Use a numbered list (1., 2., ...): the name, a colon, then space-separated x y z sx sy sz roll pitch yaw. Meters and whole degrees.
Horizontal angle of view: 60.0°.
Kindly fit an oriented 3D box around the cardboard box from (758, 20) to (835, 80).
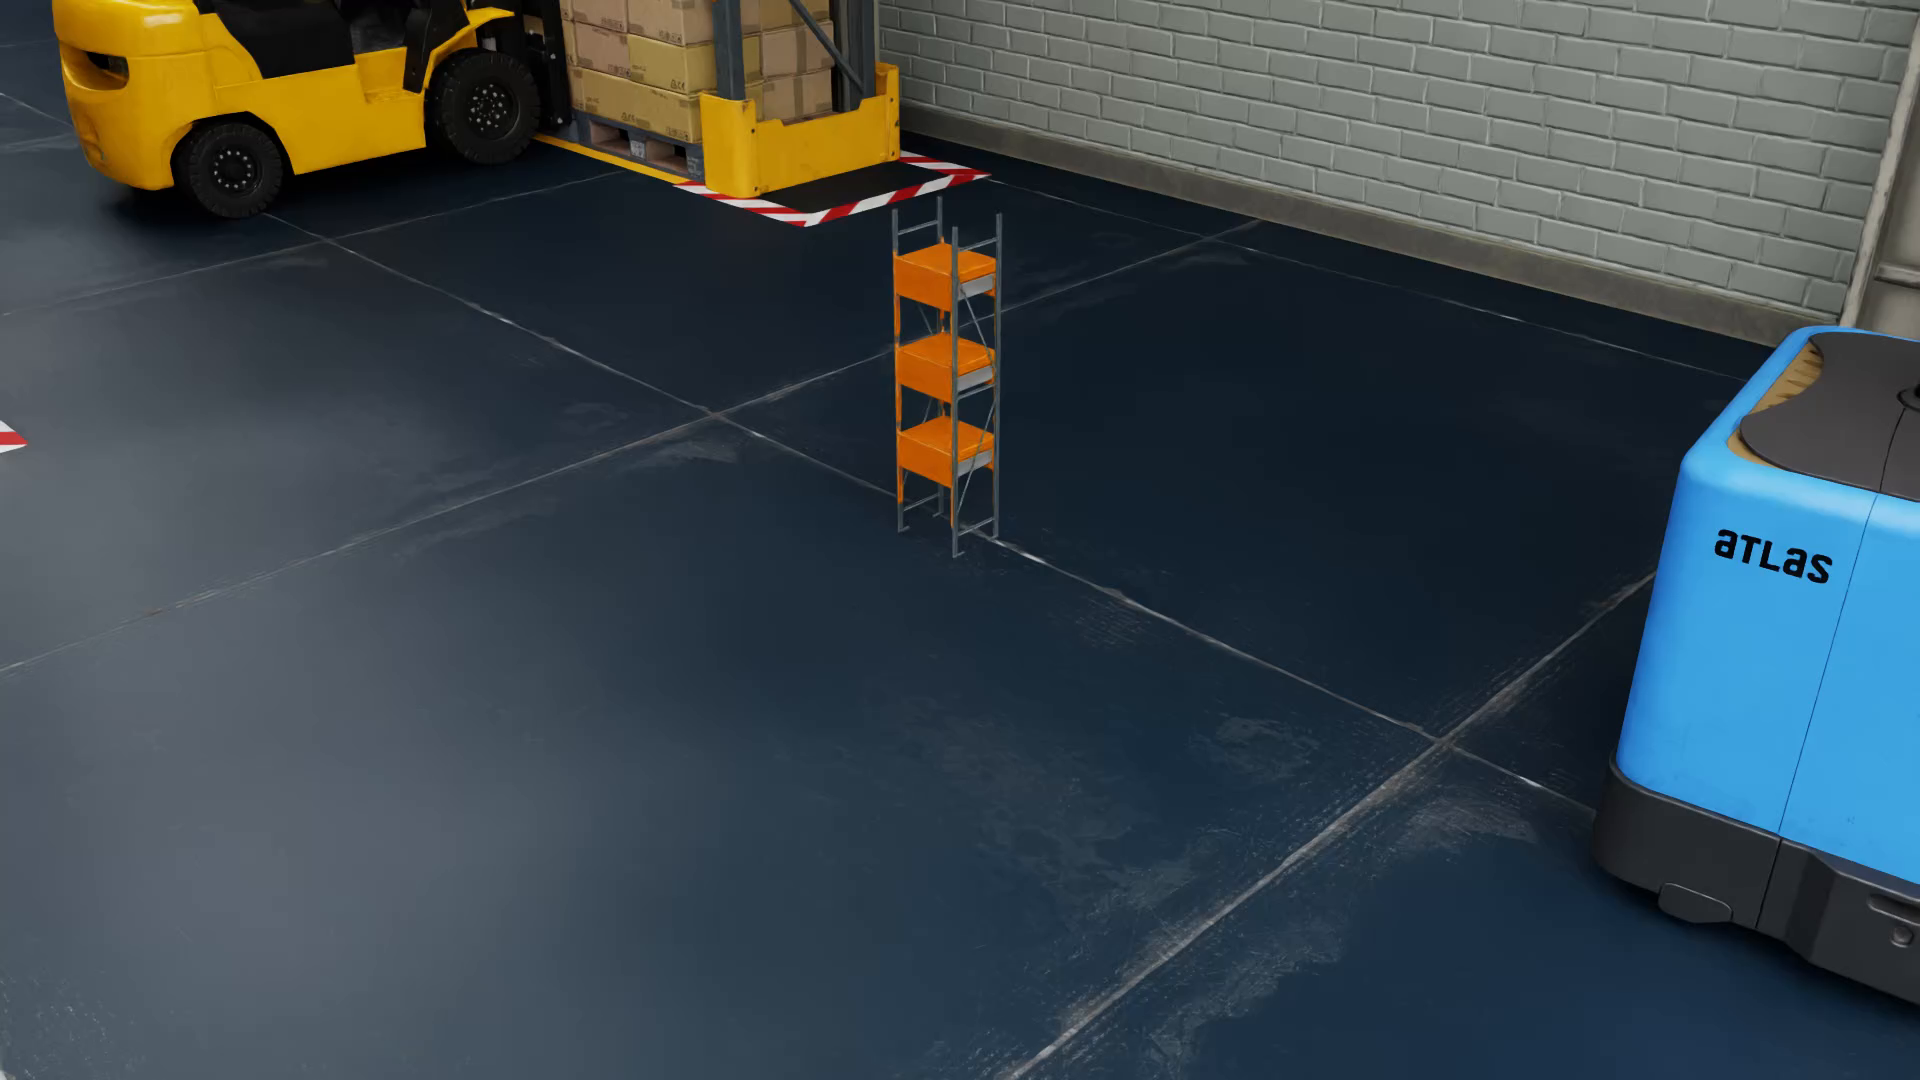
1. cardboard box: -1.047 -2.754 9.231 0.500 0.250 0.500 -25 36 -38

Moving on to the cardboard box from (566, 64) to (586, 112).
1. cardboard box: -2.113 -2.691 9.647 0.500 0.250 0.500 -25 37 -39

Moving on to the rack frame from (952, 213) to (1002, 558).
1. rack frame: 0.049 -0.442 4.963 0.008 1.050 0.200 25 36 38

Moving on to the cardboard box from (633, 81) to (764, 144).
1. cardboard box: -1.414 -2.359 9.016 0.500 0.250 0.500 25 37 39

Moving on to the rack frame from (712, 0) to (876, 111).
1. rack frame: -0.858 -3.342 8.382 0.127 3.000 1.000 25 36 38

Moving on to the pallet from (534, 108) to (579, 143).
1. pallet: -2.298 -2.741 10.236 1.213 0.211 1.003 25 36 38

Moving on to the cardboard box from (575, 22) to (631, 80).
1. cardboard box: -1.774 -2.754 9.231 0.500 0.250 0.500 24 36 38

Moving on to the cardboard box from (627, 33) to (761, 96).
1. cardboard box: -1.424 -2.587 8.913 0.500 0.250 0.500 24 36 38

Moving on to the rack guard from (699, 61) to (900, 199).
1. rack guard: -0.840 -2.227 8.949 0.348 0.500 1.175 25 36 38

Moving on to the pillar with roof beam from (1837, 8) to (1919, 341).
1. pillar with roof beam: 0.538 -3.137 1.546 0.400 9.000 9.100 25 36 38

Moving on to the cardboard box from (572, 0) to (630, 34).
1. cardboard box: -1.773 -2.964 9.094 0.500 0.250 0.500 -25 36 -38

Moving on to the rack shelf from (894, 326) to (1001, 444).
1. rack shelf: -0.038 -0.473 5.044 0.240 0.259 0.215 25 36 38

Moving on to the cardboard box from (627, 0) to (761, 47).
1. cardboard box: -1.405 -2.800 8.780 0.500 0.250 0.500 -24 36 -38

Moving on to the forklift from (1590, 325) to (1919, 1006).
1. forklift: 2.906 -0.285 2.642 3.031 2.935 1.130 19 33 32

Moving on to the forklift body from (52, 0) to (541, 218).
1. forklift body: -3.489 -2.979 8.605 1.214 2.155 2.313 25 36 38

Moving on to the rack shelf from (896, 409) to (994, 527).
1. rack shelf: -0.038 -0.227 5.173 0.240 0.259 0.215 25 36 38

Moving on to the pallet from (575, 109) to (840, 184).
1. pallet: -1.432 -2.343 9.479 1.213 0.211 1.003 25 36 38

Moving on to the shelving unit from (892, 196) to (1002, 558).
1. shelving unit: -0.038 -0.482 5.039 0.252 1.050 0.215 25 36 38

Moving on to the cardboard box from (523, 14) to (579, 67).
1. cardboard box: -2.157 -2.916 9.538 0.500 0.250 0.500 24 36 37

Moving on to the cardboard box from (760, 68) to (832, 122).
1. cardboard box: -1.071 -2.536 9.352 0.500 0.250 0.500 25 37 39

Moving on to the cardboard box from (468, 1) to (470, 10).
1. cardboard box: -2.871 -3.245 10.164 0.500 0.250 0.500 24 36 38

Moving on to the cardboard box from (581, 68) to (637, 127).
1. cardboard box: -1.762 -2.524 9.331 0.500 0.250 0.500 25 36 38

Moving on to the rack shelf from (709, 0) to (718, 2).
1. rack shelf: -2.284 -3.676 9.791 4.000 0.370 1.077 25 36 38

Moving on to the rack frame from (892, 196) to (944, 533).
1. rack frame: -0.125 -0.522 5.115 0.008 1.050 0.200 25 36 38

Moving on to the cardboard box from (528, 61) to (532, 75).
1. cardboard box: -2.499 -2.853 9.955 0.500 0.250 0.500 -24 36 -38

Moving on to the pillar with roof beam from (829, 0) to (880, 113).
1. pillar with roof beam: -3.740 -5.095 5.270 0.400 9.000 9.100 25 36 38

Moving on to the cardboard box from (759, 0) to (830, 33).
1. cardboard box: -1.068 -2.973 9.109 0.500 0.250 0.500 24 36 38

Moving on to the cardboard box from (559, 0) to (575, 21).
1. cardboard box: -2.140 -3.126 9.400 0.500 0.250 0.500 -25 37 -39

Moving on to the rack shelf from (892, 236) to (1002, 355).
1. rack shelf: -0.038 -0.724 4.912 0.240 0.259 0.215 25 36 38
